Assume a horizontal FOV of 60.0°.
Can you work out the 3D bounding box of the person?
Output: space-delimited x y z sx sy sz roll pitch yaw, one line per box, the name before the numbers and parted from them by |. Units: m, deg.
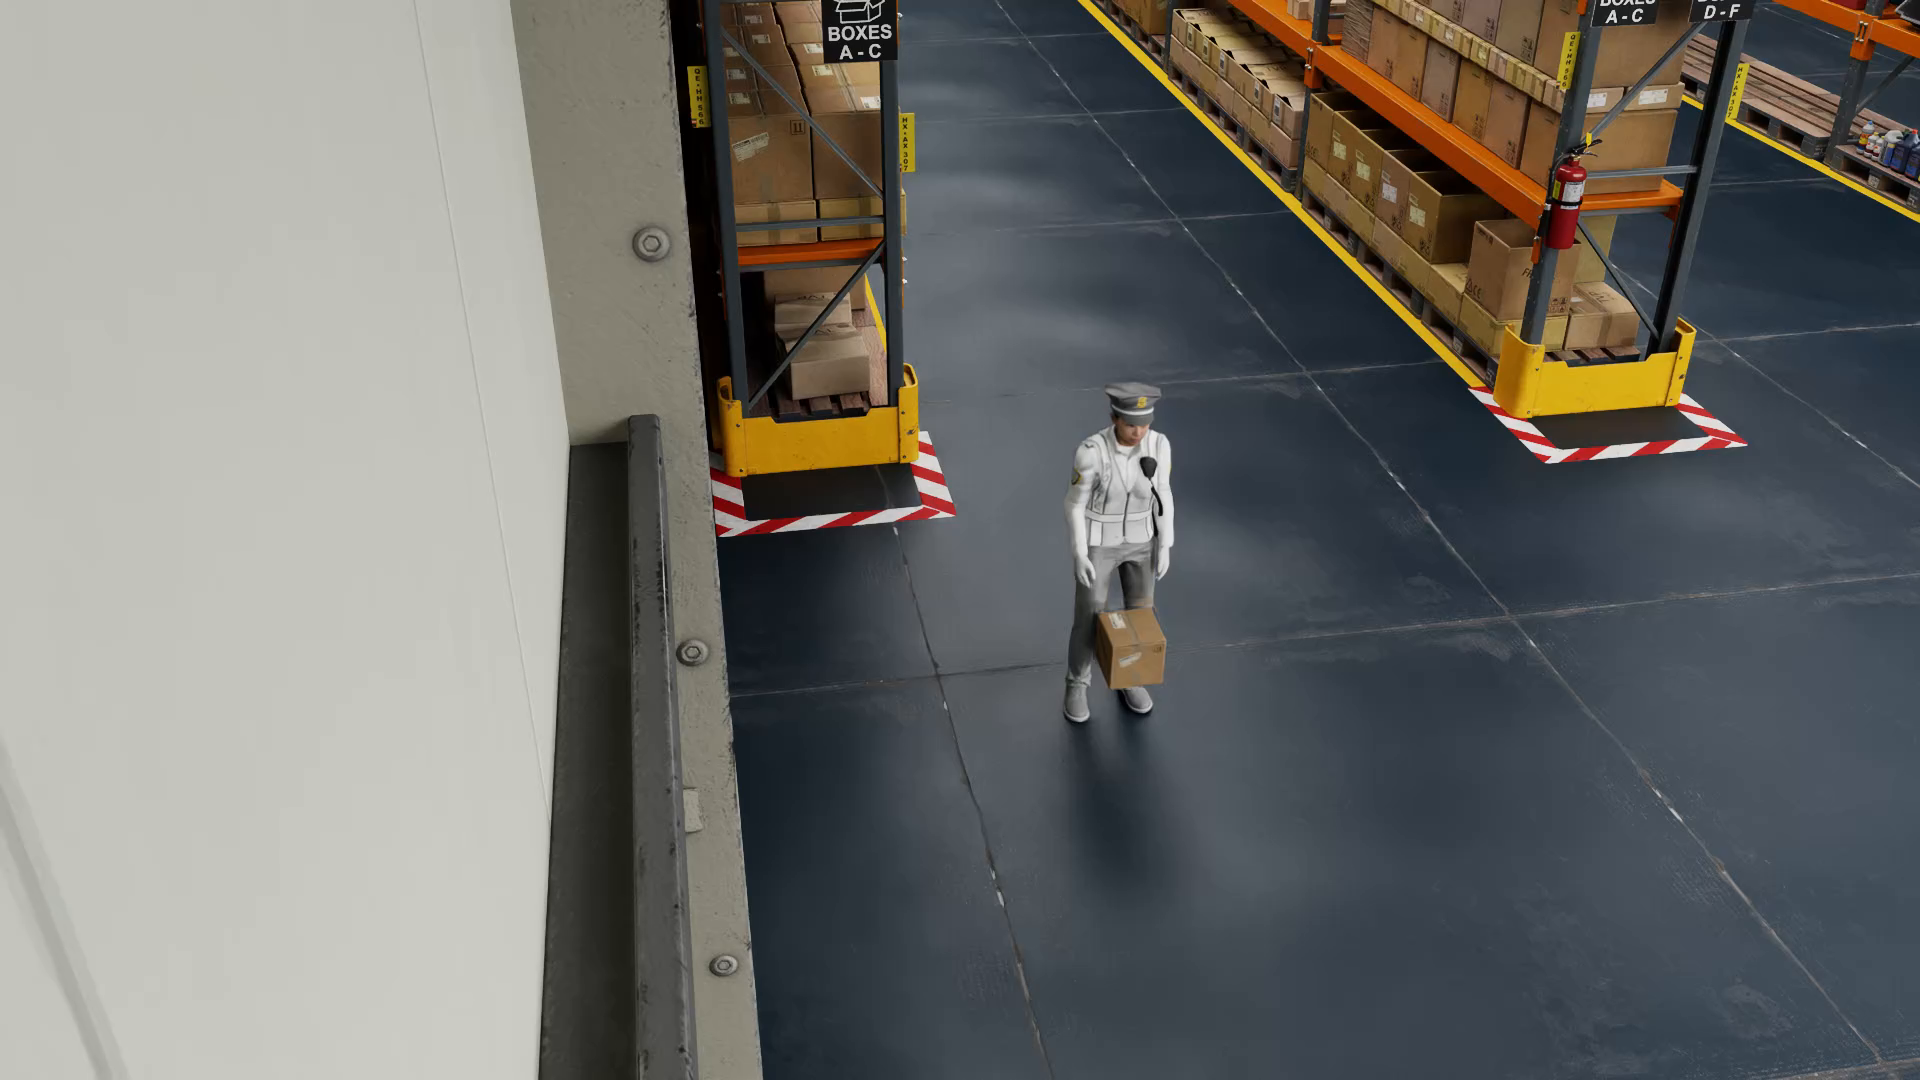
person | 0.720 0.037 7.560 0.509 1.671 0.359 -6 31 -10
